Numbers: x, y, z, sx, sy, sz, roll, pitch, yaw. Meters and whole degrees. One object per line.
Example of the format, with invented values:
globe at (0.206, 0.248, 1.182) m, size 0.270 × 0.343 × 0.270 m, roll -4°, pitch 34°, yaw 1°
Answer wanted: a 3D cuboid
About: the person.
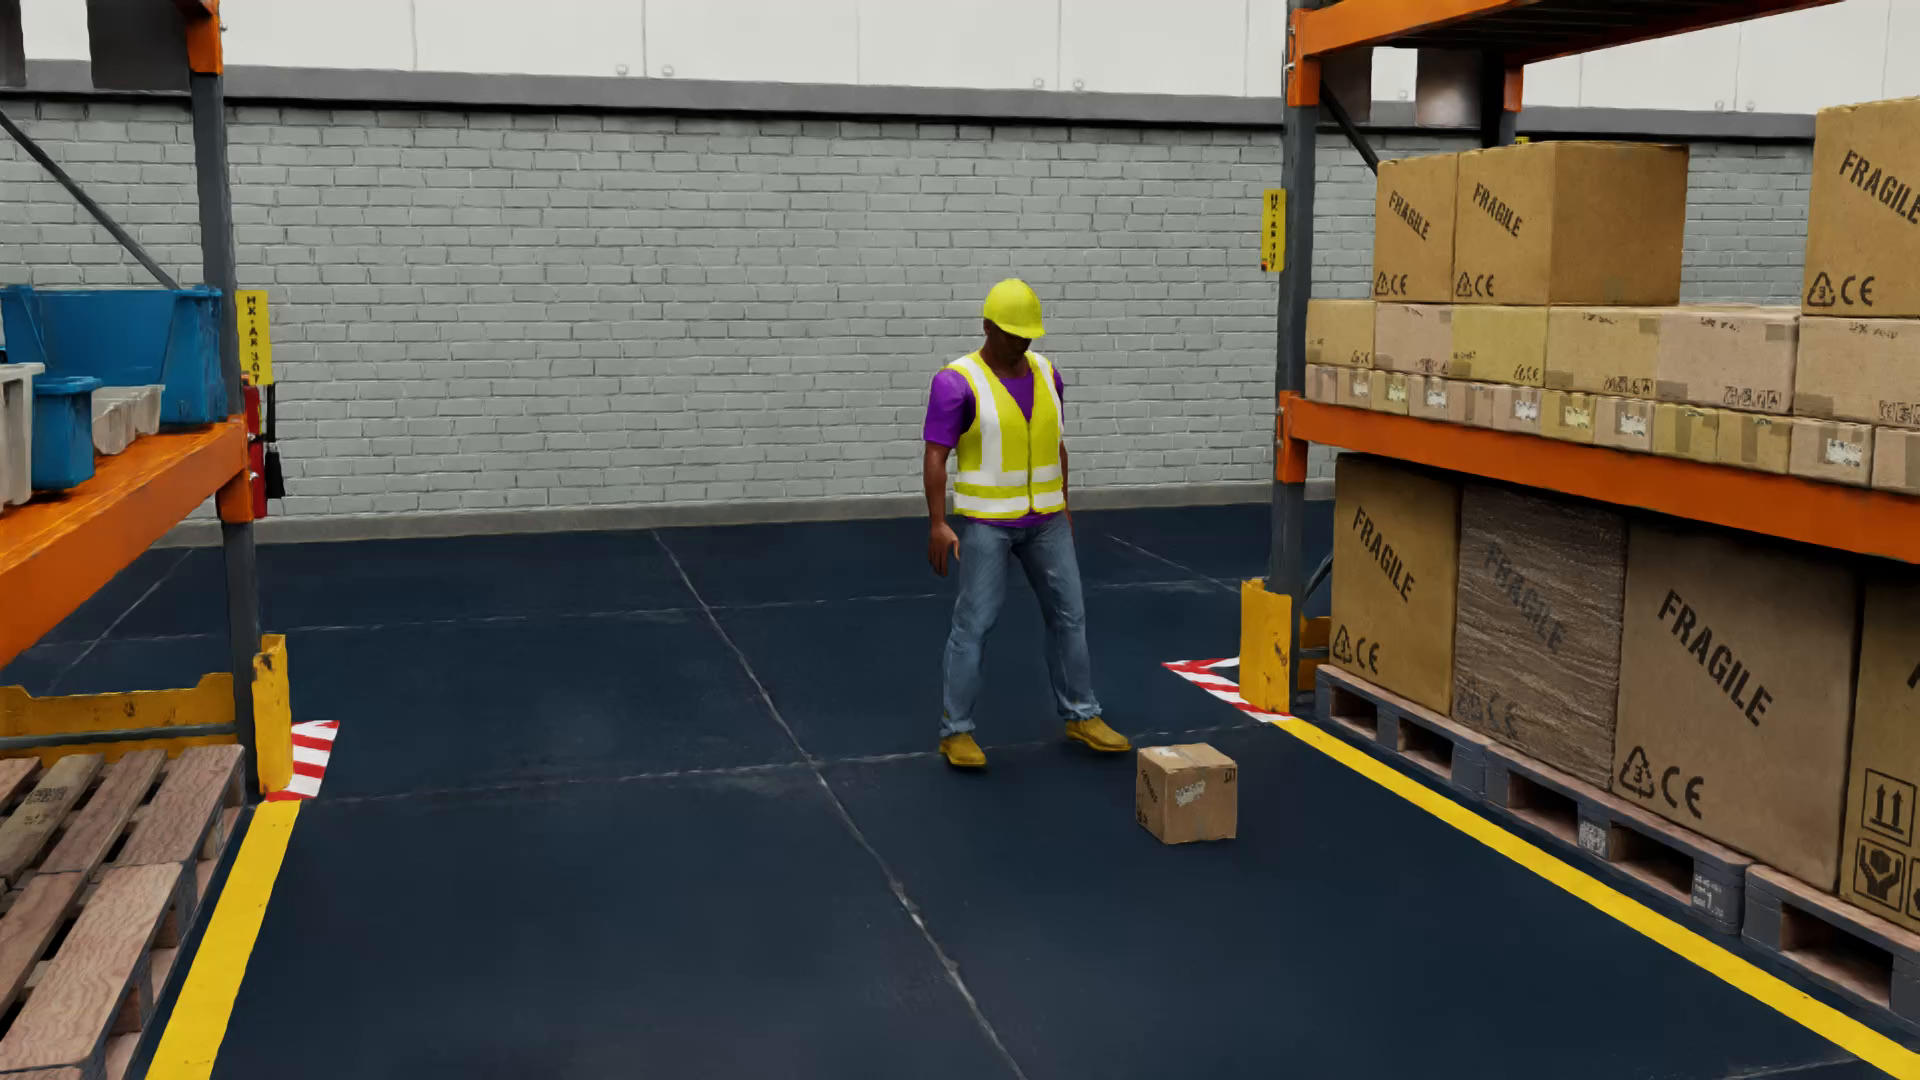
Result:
person at (0.239, -0.067, 6.091) m, size 0.719 × 1.759 × 0.465 m, roll -5°, pitch 11°, yaw -30°
